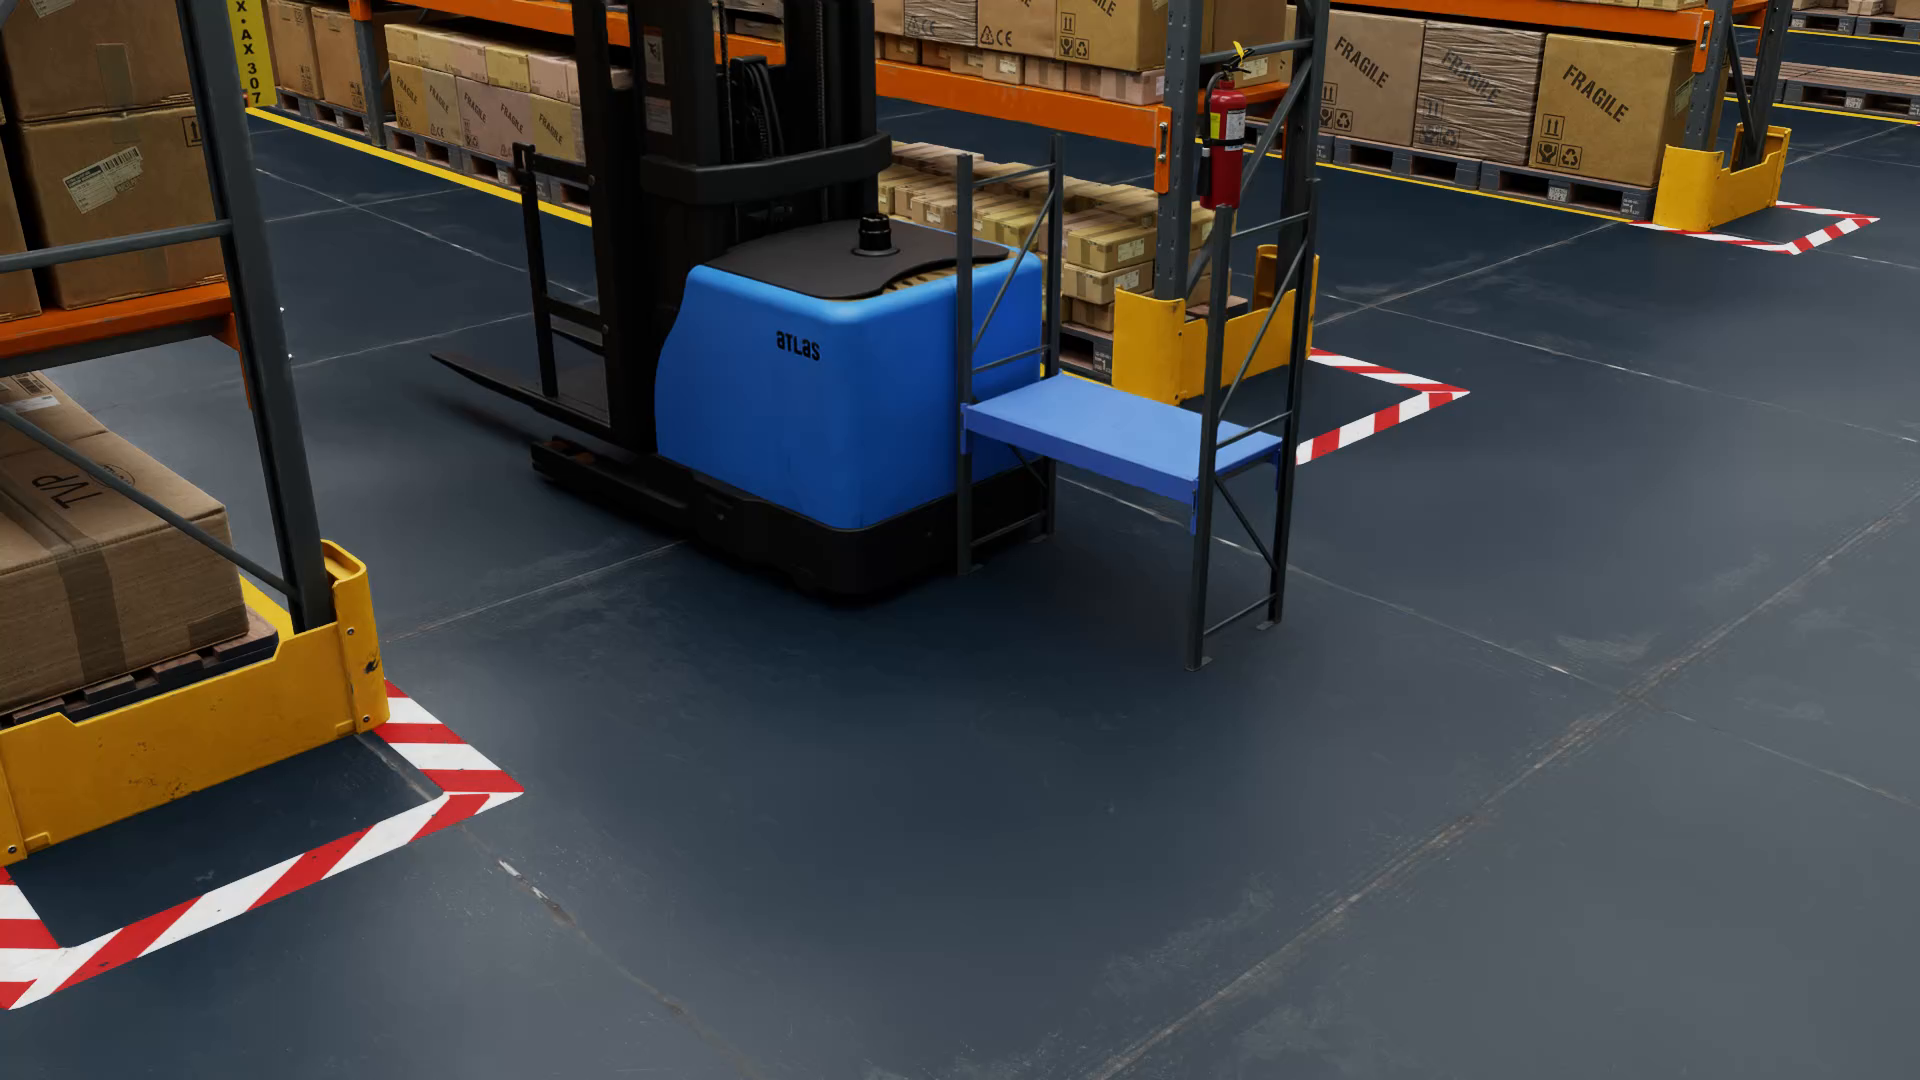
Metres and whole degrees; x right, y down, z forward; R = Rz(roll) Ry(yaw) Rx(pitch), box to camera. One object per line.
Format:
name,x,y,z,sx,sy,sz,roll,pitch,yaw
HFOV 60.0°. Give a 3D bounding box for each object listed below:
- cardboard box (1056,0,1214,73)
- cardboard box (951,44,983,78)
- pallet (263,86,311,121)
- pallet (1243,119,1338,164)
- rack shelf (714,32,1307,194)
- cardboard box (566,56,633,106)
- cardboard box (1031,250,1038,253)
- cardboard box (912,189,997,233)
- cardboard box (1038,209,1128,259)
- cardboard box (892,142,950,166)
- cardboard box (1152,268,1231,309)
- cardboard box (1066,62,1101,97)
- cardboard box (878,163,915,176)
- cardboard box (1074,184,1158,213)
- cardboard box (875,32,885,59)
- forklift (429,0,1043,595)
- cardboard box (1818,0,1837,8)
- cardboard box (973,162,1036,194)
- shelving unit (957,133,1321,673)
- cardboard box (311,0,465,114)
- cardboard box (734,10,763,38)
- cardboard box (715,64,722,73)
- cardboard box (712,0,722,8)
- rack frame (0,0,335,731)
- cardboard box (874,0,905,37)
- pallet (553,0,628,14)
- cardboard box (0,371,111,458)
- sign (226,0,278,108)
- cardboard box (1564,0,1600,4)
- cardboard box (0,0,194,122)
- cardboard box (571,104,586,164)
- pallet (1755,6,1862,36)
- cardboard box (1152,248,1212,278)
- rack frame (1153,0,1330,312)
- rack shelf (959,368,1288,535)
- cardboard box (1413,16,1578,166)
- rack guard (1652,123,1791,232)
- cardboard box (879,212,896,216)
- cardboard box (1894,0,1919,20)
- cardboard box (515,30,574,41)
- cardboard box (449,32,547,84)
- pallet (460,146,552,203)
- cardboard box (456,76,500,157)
cardboard box,0.780,-2.391,7.399,0.500,0.500,0.500,-20,32,-37
cardboard box,0.171,-2.368,8.130,0.250,0.149,0.380,22,33,39
pallet,-5.506,-3.932,14.615,1.003,0.211,1.213,-21,32,-38
pallet,2.694,-3.214,13.042,1.003,0.211,1.213,-21,32,-38
rack shelf,-0.092,-2.426,8.821,1.077,0.370,4.000,-21,32,-38
cardboard box,-2.152,-2.908,10.613,0.500,0.250,0.500,-22,33,-40
cardboard box,0.350,-1.413,8.303,0.250,0.149,0.380,22,33,40
cardboard box,-0.026,-1.697,8.569,0.380,0.149,0.250,-20,31,-37
cardboard box,0.599,-1.493,8.121,0.380,0.149,0.250,-20,32,-37
cardboard box,-0.273,-2.194,9.657,0.250,0.149,0.380,22,32,39
cardboard box,1.151,-1.291,8.395,0.380,0.149,0.250,-20,32,-37
cardboard box,0.704,-2.138,7.624,0.380,0.149,0.250,-21,32,-39
cardboard box,-0.465,-1.966,9.157,0.250,0.149,0.380,22,33,40
cardboard box,0.810,-1.729,8.639,0.380,0.149,0.250,-21,32,-39
cardboard box,-0.351,-2.613,8.666,0.380,0.149,0.250,-20,31,-37
forklift,-1.101,-1.654,6.343,3.031,2.935,1.130,22,32,39
cardboard box,10.061,-6.516,19.400,0.500,0.500,0.500,-21,32,-38
cardboard box,0.251,-1.960,9.145,0.380,0.149,0.250,-21,32,-38
shelving unit,0.540,-0.481,5.498,1.048,1.500,0.538,22,32,39
cardboard box,-4.543,-3.949,13.496,1.050,0.750,0.750,-22,32,-39
cardboard box,-1.052,-2.943,9.390,0.250,0.149,0.380,22,33,39
cardboard box,-1.771,-3.053,10.930,0.500,0.250,0.500,22,33,39
cardboard box,-1.304,-3.318,9.431,0.500,0.500,0.500,-22,32,-39
rack frame,-2.269,-0.712,4.198,1.000,3.000,0.127,-21,32,-38
cardboard box,-0.255,-2.854,8.412,0.500,0.500,0.500,-19,31,-36
pallet,-1.875,-3.545,10.637,1.003,0.211,1.213,-21,32,-38
cardboard box,-3.425,-0.184,5.621,0.875,0.438,0.875,-20,31,-37
sign,-1.860,-1.298,4.343,0.100,0.325,0.005,-21,32,-38
cardboard box,4.131,-3.579,10.784,0.380,0.149,0.250,-21,32,-38
cardboard box,-2.389,-1.439,4.465,0.500,0.500,0.500,-22,33,-40
cardboard box,-2.148,-2.566,10.766,0.500,0.500,0.500,-22,32,-39
pallet,9.934,-6.068,19.296,1.003,0.211,1.213,-21,32,-38
cardboard box,1.105,-1.408,8.293,0.380,0.149,0.250,-20,31,-36
rack frame,1.275,-2.147,7.343,1.000,3.000,0.127,-21,32,-38
rack shelf,0.540,-0.318,5.573,1.000,0.185,0.538,22,32,39
cardboard box,3.847,-3.195,11.694,0.875,0.875,0.875,-21,32,-38
rack guard,4.982,-2.379,10.863,1.175,0.500,0.348,-21,32,-38
cardboard box,-0.384,-1.724,8.986,0.380,0.149,0.250,-21,32,-38
cardboard box,10.753,-6.041,18.357,0.797,0.503,0.637,-21,32,-38
cardboard box,-2.845,-3.525,11.965,0.500,0.250,0.500,-20,31,-37
cardboard box,-3.222,-3.381,11.650,0.500,0.250,0.500,-21,32,-38
pallet,-2.830,-2.696,11.905,1.003,0.211,1.213,-21,32,-38
cardboard box,-3.195,-3.033,11.789,0.500,0.500,0.500,-22,33,-40
